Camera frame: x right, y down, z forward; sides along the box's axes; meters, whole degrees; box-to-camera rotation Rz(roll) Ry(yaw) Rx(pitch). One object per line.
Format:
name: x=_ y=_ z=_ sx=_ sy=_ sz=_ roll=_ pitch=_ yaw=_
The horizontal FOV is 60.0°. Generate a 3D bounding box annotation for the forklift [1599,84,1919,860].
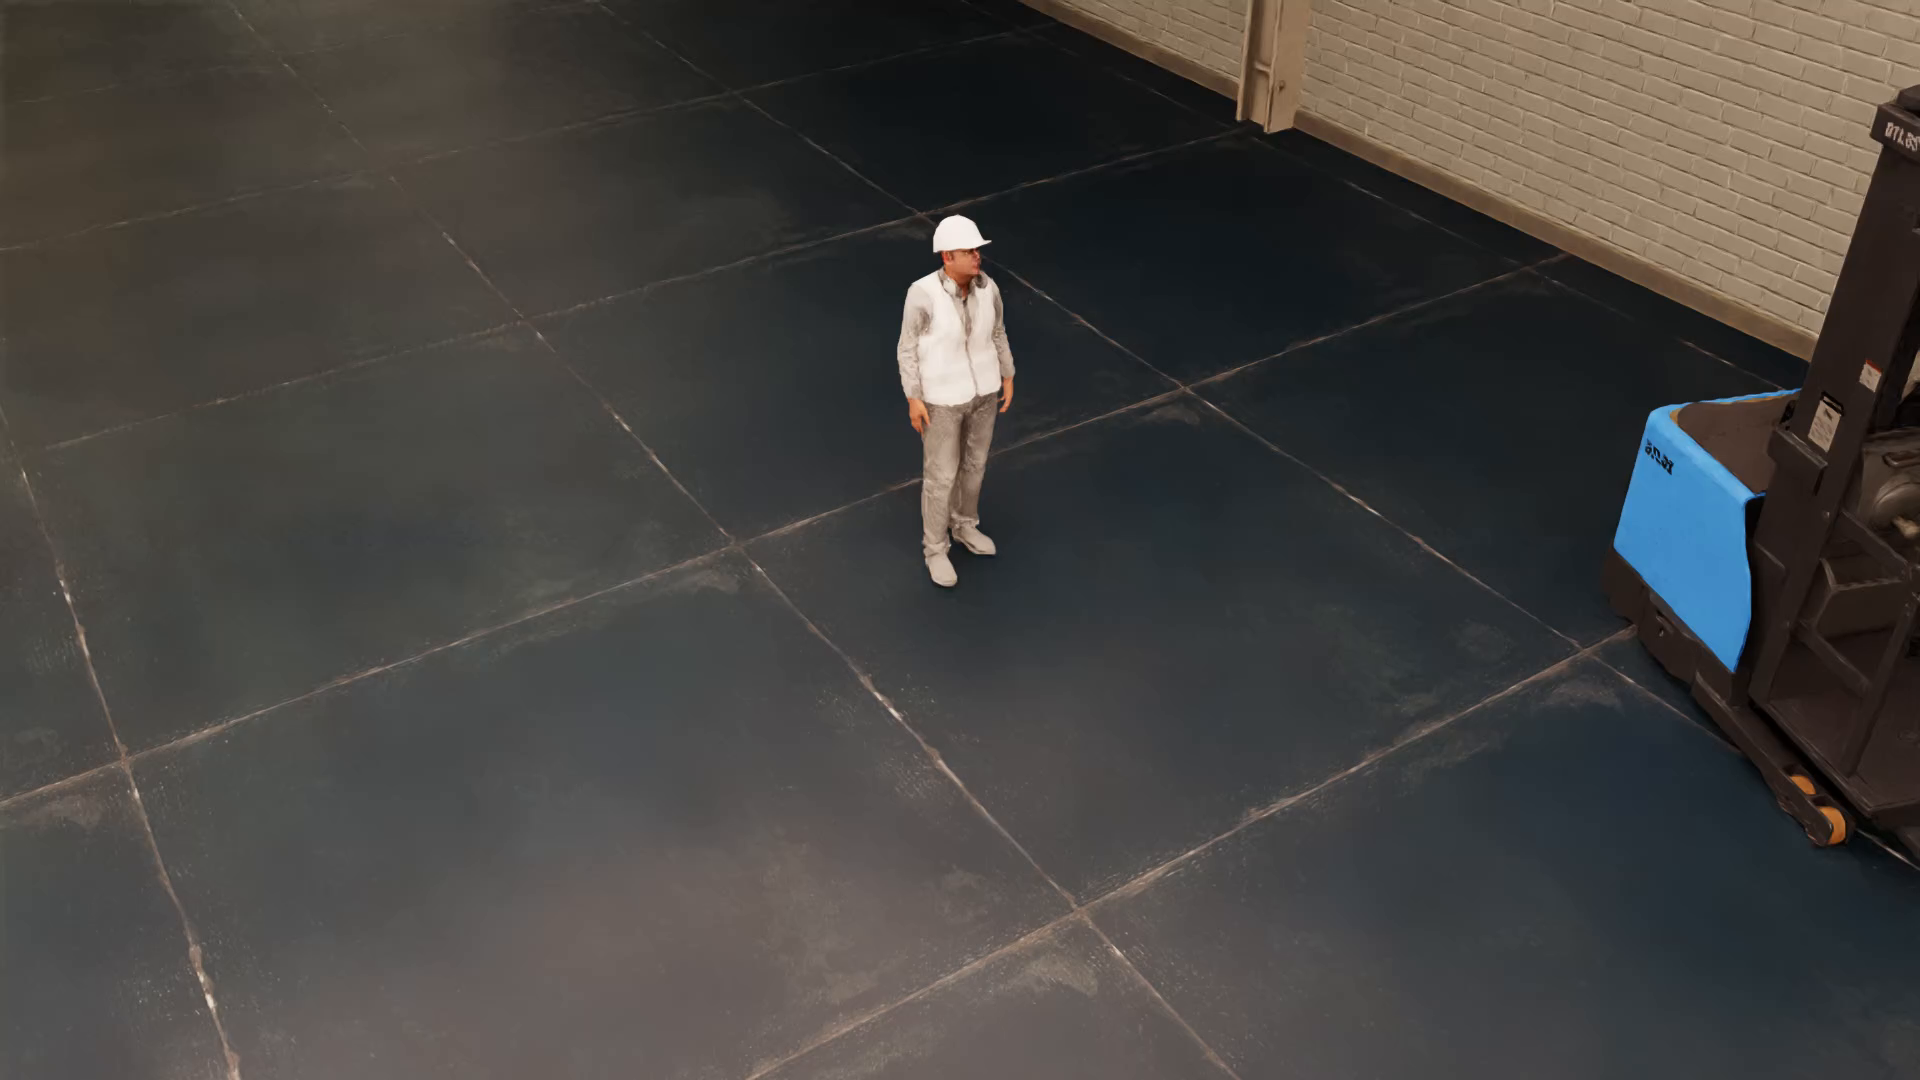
forklift: x=4.003 y=-0.175 z=6.397 sx=1.130 sy=2.935 sz=3.031 roll=-8 pitch=36 yaw=-11

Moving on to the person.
person: x=0.027 y=-0.699 z=8.137 sx=0.632 sy=1.773 sz=0.567 roll=-21 pitch=40 yaw=-27
